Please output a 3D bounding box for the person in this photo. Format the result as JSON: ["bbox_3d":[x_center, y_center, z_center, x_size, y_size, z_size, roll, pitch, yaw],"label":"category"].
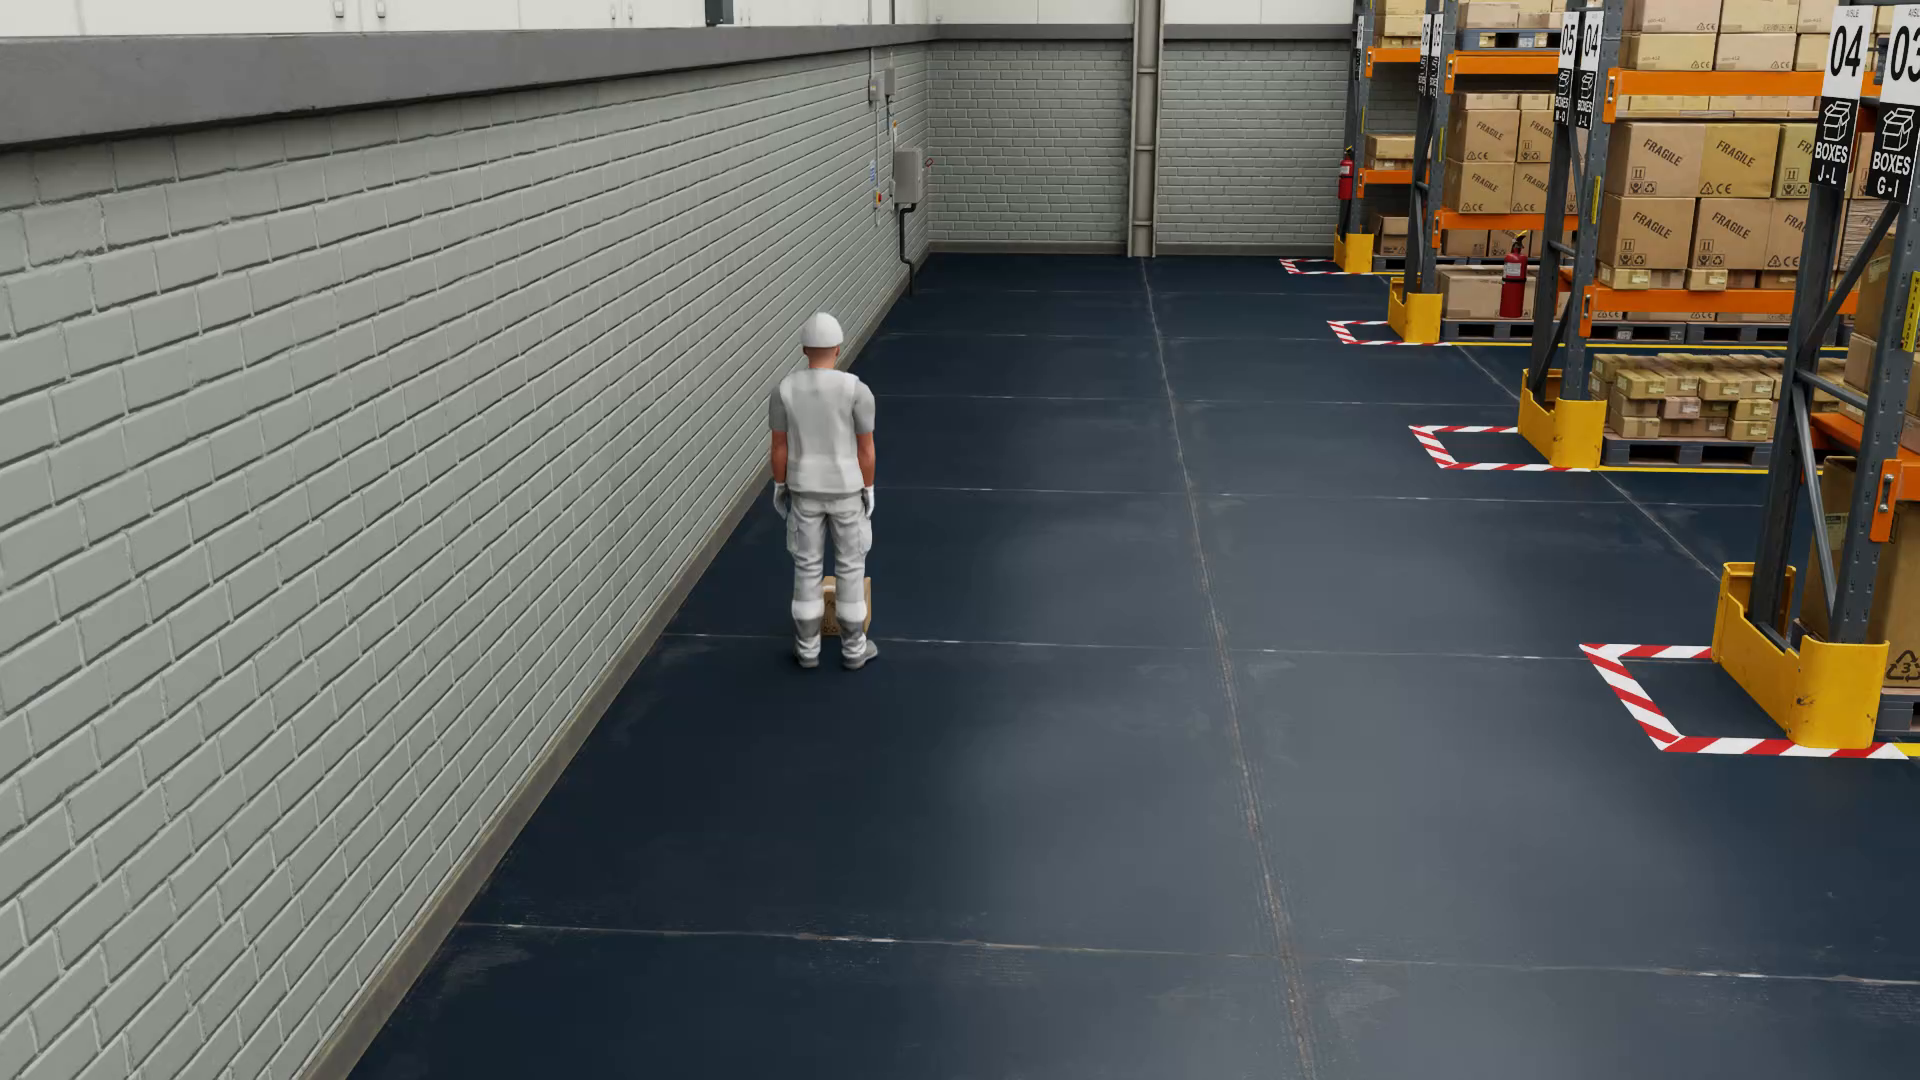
[{"bbox_3d":[-0.670,-0.239,8.260,0.529,1.790,0.332,2,17,6],"label":"person"}]
